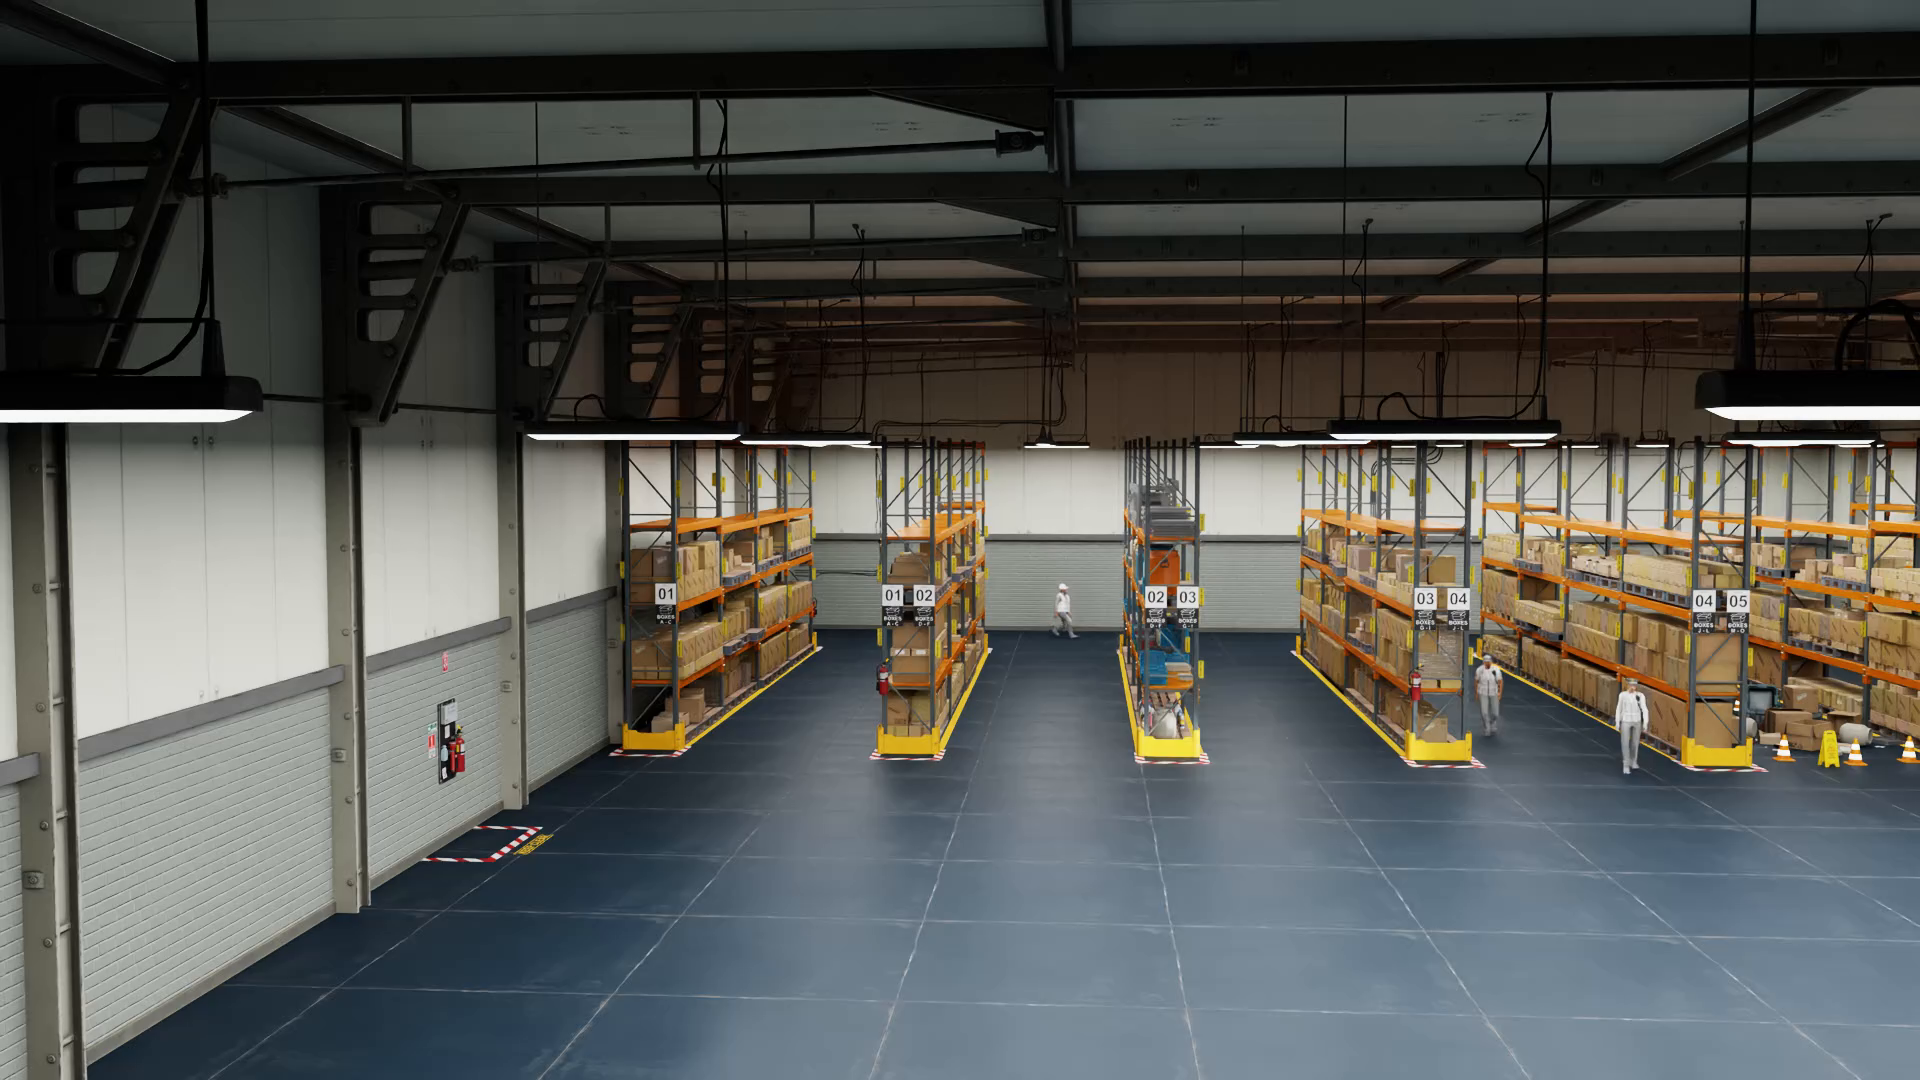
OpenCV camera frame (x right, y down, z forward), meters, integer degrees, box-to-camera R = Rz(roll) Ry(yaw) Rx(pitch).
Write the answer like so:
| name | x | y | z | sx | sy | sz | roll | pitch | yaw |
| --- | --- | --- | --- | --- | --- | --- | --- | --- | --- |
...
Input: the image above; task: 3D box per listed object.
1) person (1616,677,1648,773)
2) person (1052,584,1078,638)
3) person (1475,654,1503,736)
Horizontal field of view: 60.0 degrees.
| name | x | y | z | sx | sy | sz | roll | pitch | yaw |
| --- | --- | --- | --- | --- | --- | --- | --- | --- | --- |
| person | 12.035 | 3.305 | 29.779 | 0.539 | 1.698 | 0.599 | 1 | 3 | 21 |
| person | 3.209 | 2.167 | 51.028 | 1.056 | 1.661 | 0.525 | 2 | 4 | 37 |
| person | 10.679 | 3.115 | 33.581 | 0.539 | 1.642 | 0.623 | 1 | 3 | 18 |
